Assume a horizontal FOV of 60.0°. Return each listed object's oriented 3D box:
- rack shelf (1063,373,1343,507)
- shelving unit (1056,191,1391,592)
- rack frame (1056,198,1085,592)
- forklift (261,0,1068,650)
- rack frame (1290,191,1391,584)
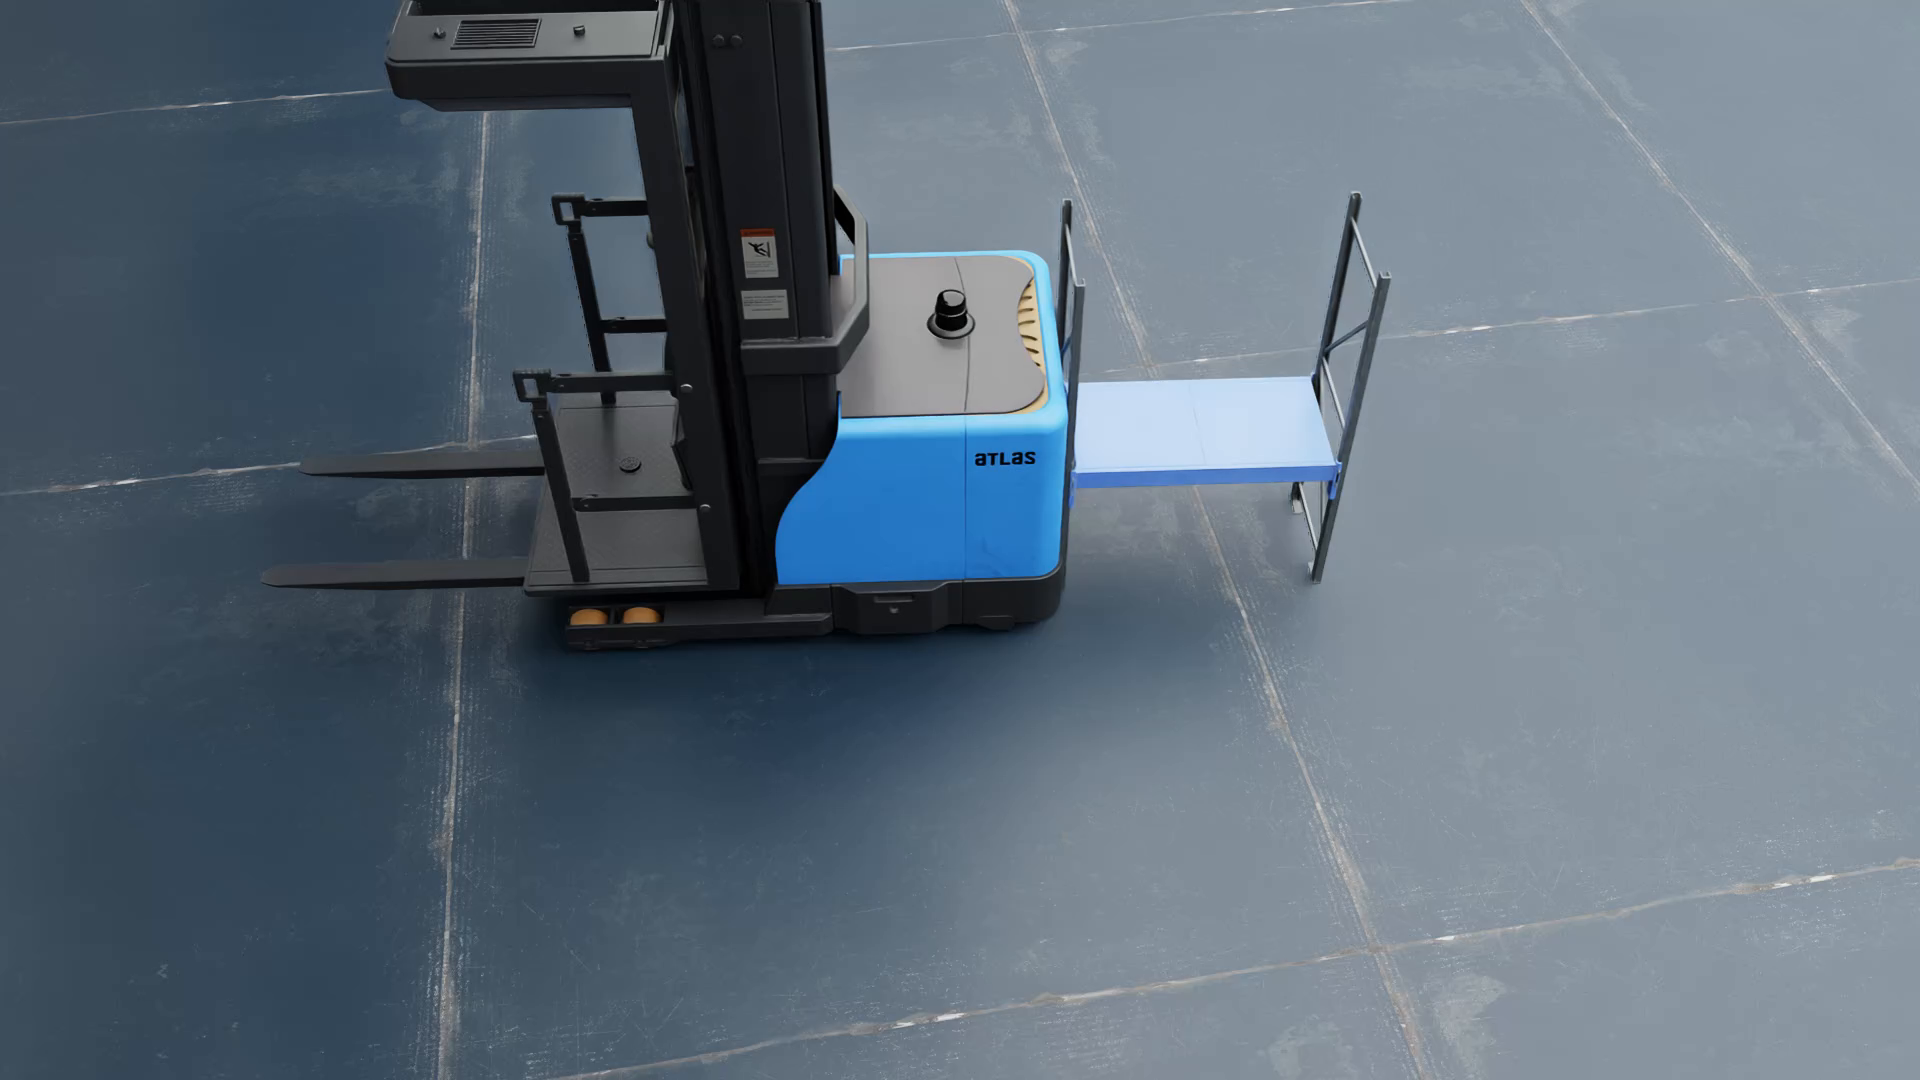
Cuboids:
[{"bbox_3d":[0.894,-0.386,6.330,1.000,0.185,0.538,-2,46,-2],"label":"rack shelf"},{"bbox_3d":[0.894,-0.511,6.200,1.048,1.500,0.538,-2,46,-2],"label":"shelving unit"},{"bbox_3d":[0.386,-0.495,6.185,0.032,1.500,0.500,-2,46,-2],"label":"rack frame"},{"bbox_3d":[-1.147,-0.989,5.667,3.031,2.935,1.130,-2,46,-2],"label":"forklift"},{"bbox_3d":[1.402,-0.526,6.216,0.032,1.500,0.500,-2,46,-2],"label":"rack frame"}]
